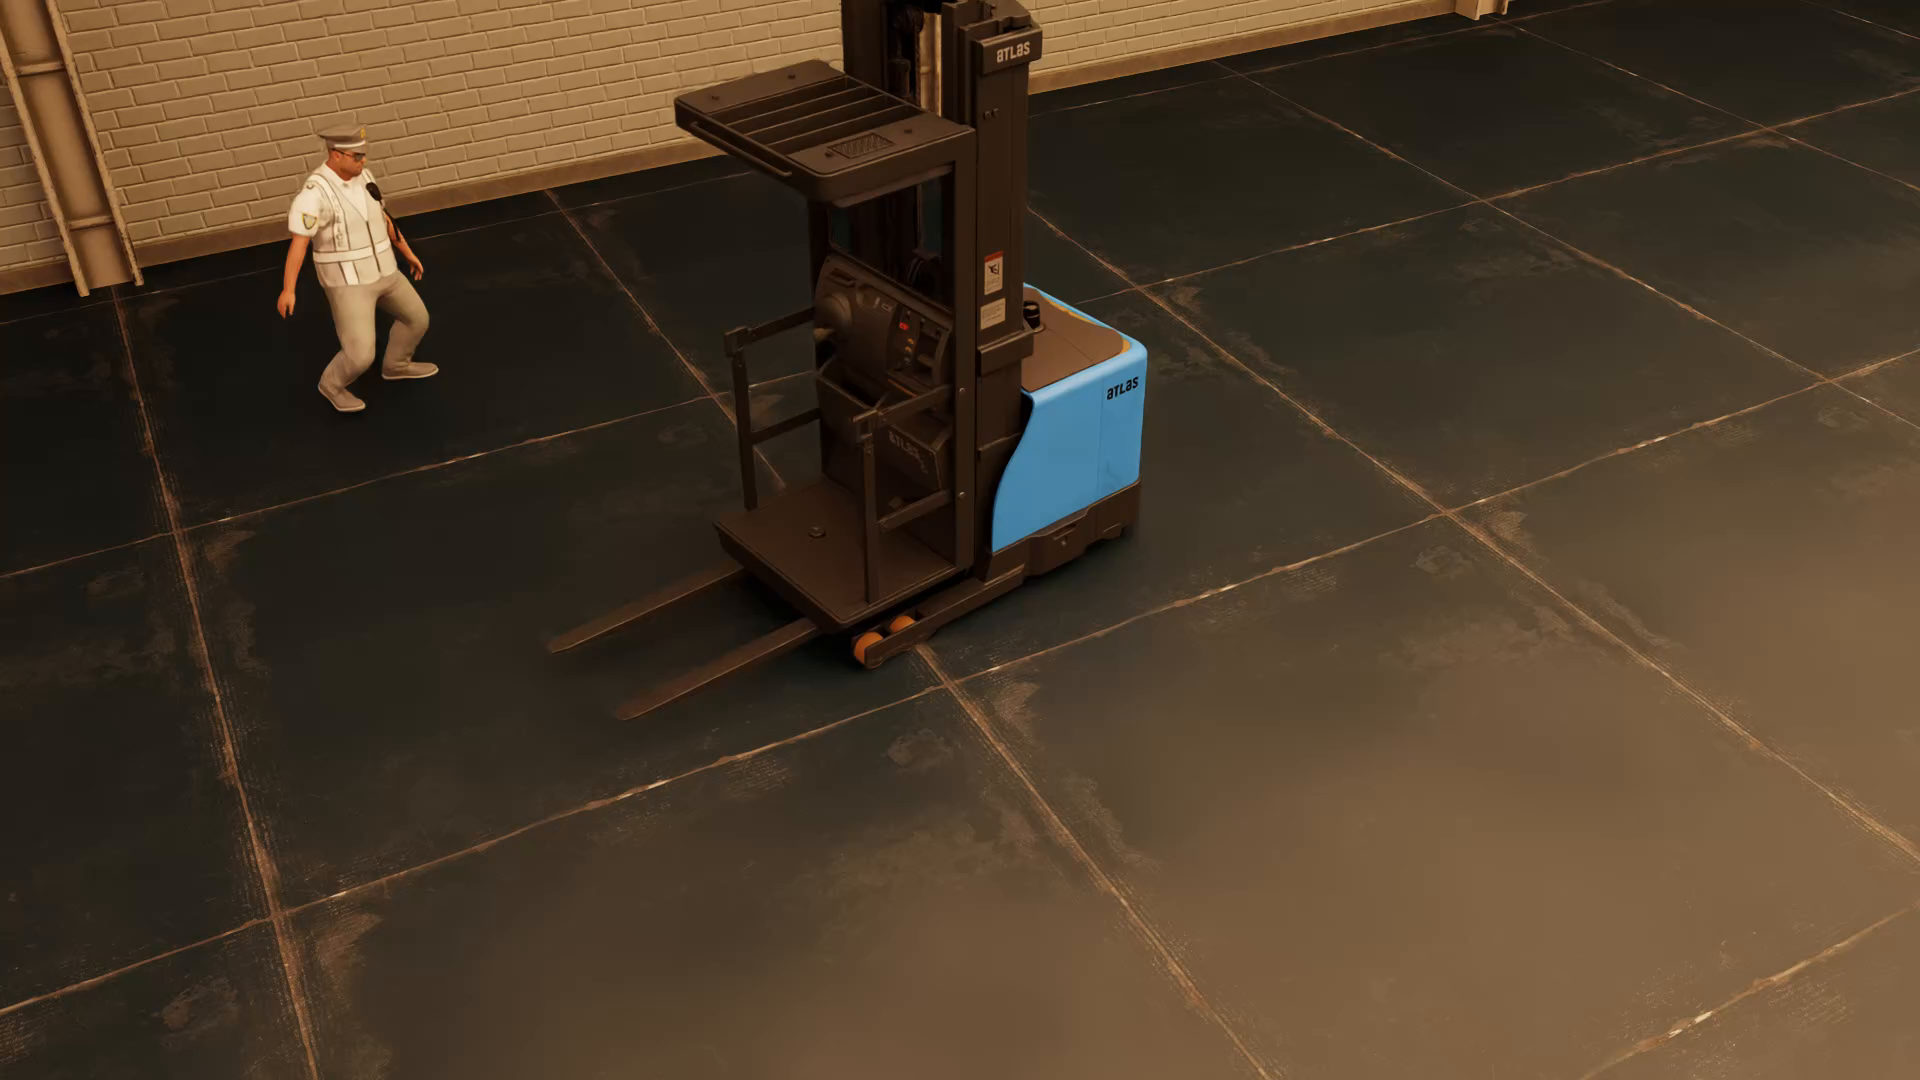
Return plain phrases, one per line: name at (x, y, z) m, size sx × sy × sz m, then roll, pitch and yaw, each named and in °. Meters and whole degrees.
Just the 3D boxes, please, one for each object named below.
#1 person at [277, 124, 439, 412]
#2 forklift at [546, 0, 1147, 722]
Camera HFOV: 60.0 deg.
person at (-3.429, -1.501, 9.354) m, size 0.507 × 1.669 × 0.902 m, roll 19°, pitch 39°, yaw 24°
forklift at (-0.518, -0.940, 7.453) m, size 3.031 × 2.935 × 1.130 m, roll -26°, pitch 43°, yaw -32°
